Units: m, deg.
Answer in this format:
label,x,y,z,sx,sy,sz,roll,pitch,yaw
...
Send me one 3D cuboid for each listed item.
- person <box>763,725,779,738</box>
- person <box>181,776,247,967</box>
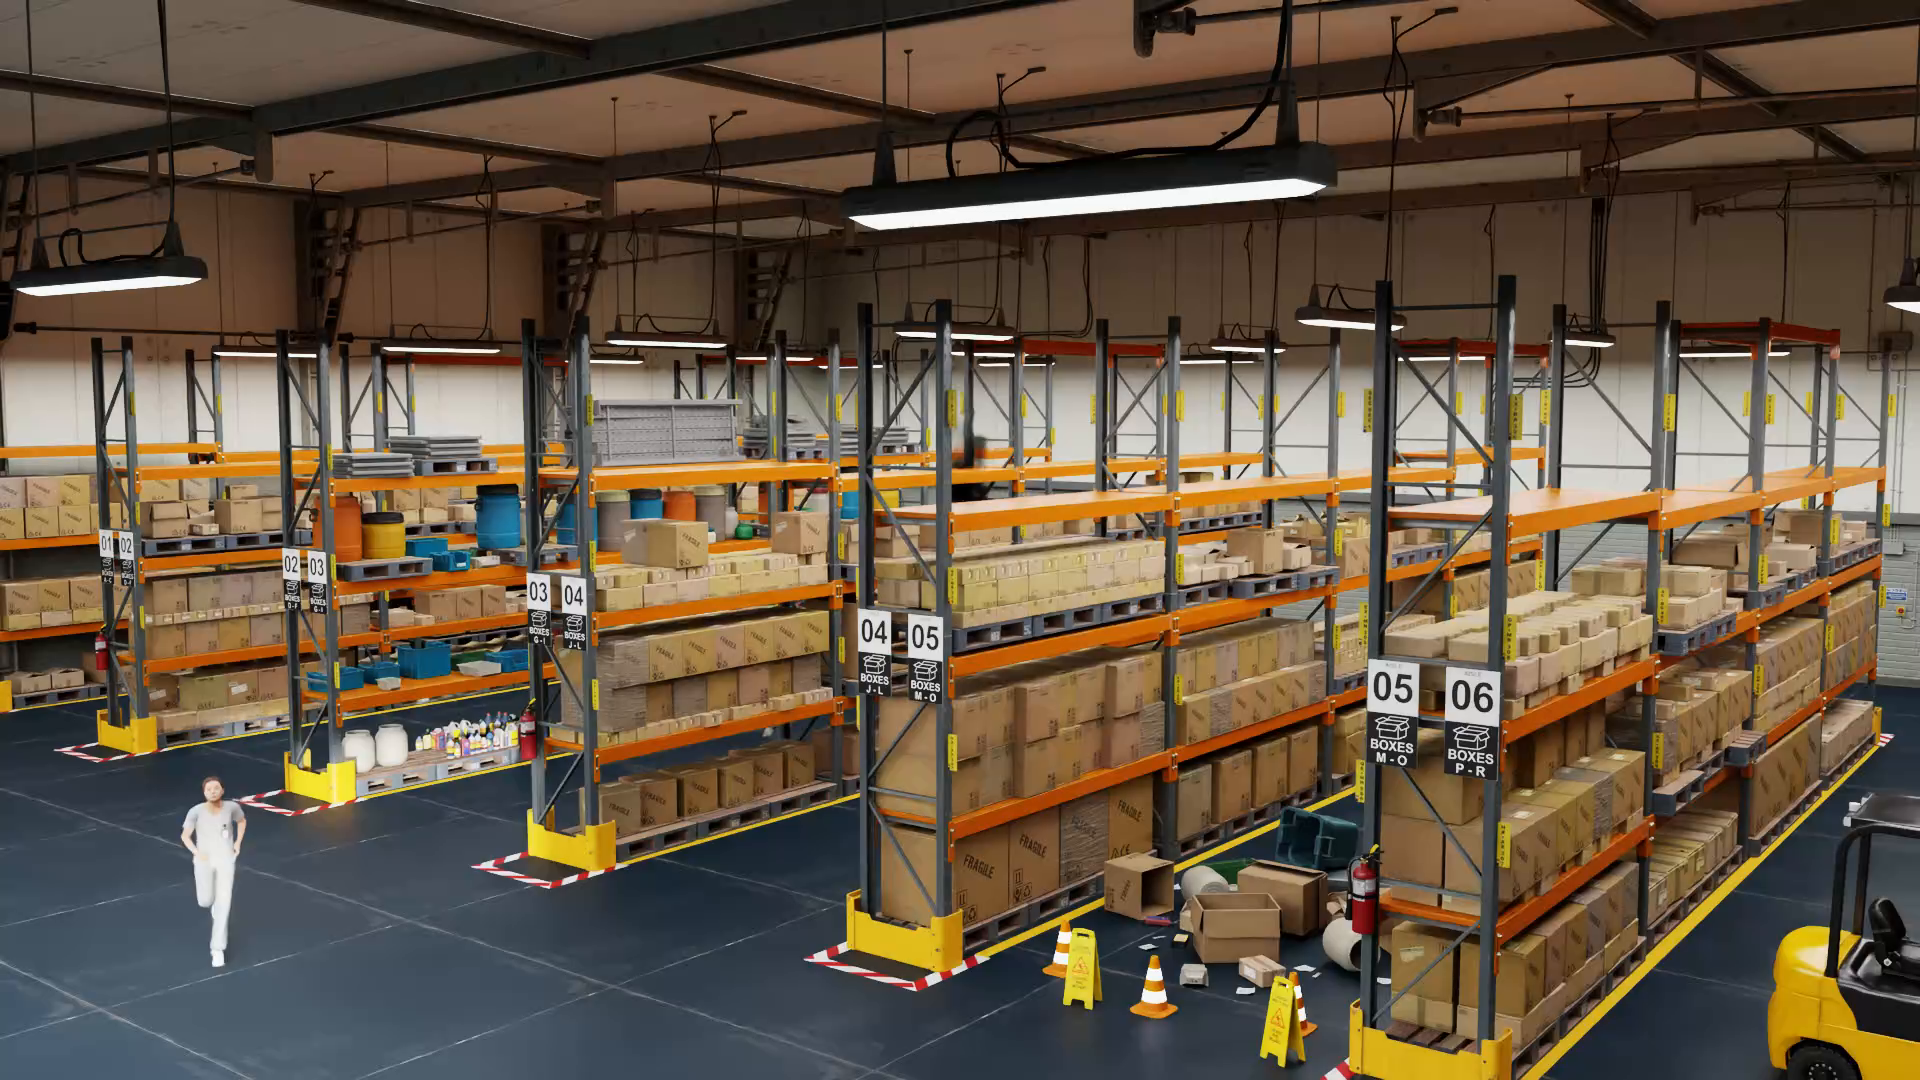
label,x,y,z,sx,sy,sz,roll,pitch,yaw
person,-2.738,1.889,24.156,0.681,1.844,0.777,2,6,26
person,-6.942,3.013,15.492,0.538,1.662,1.093,-2,5,-18
